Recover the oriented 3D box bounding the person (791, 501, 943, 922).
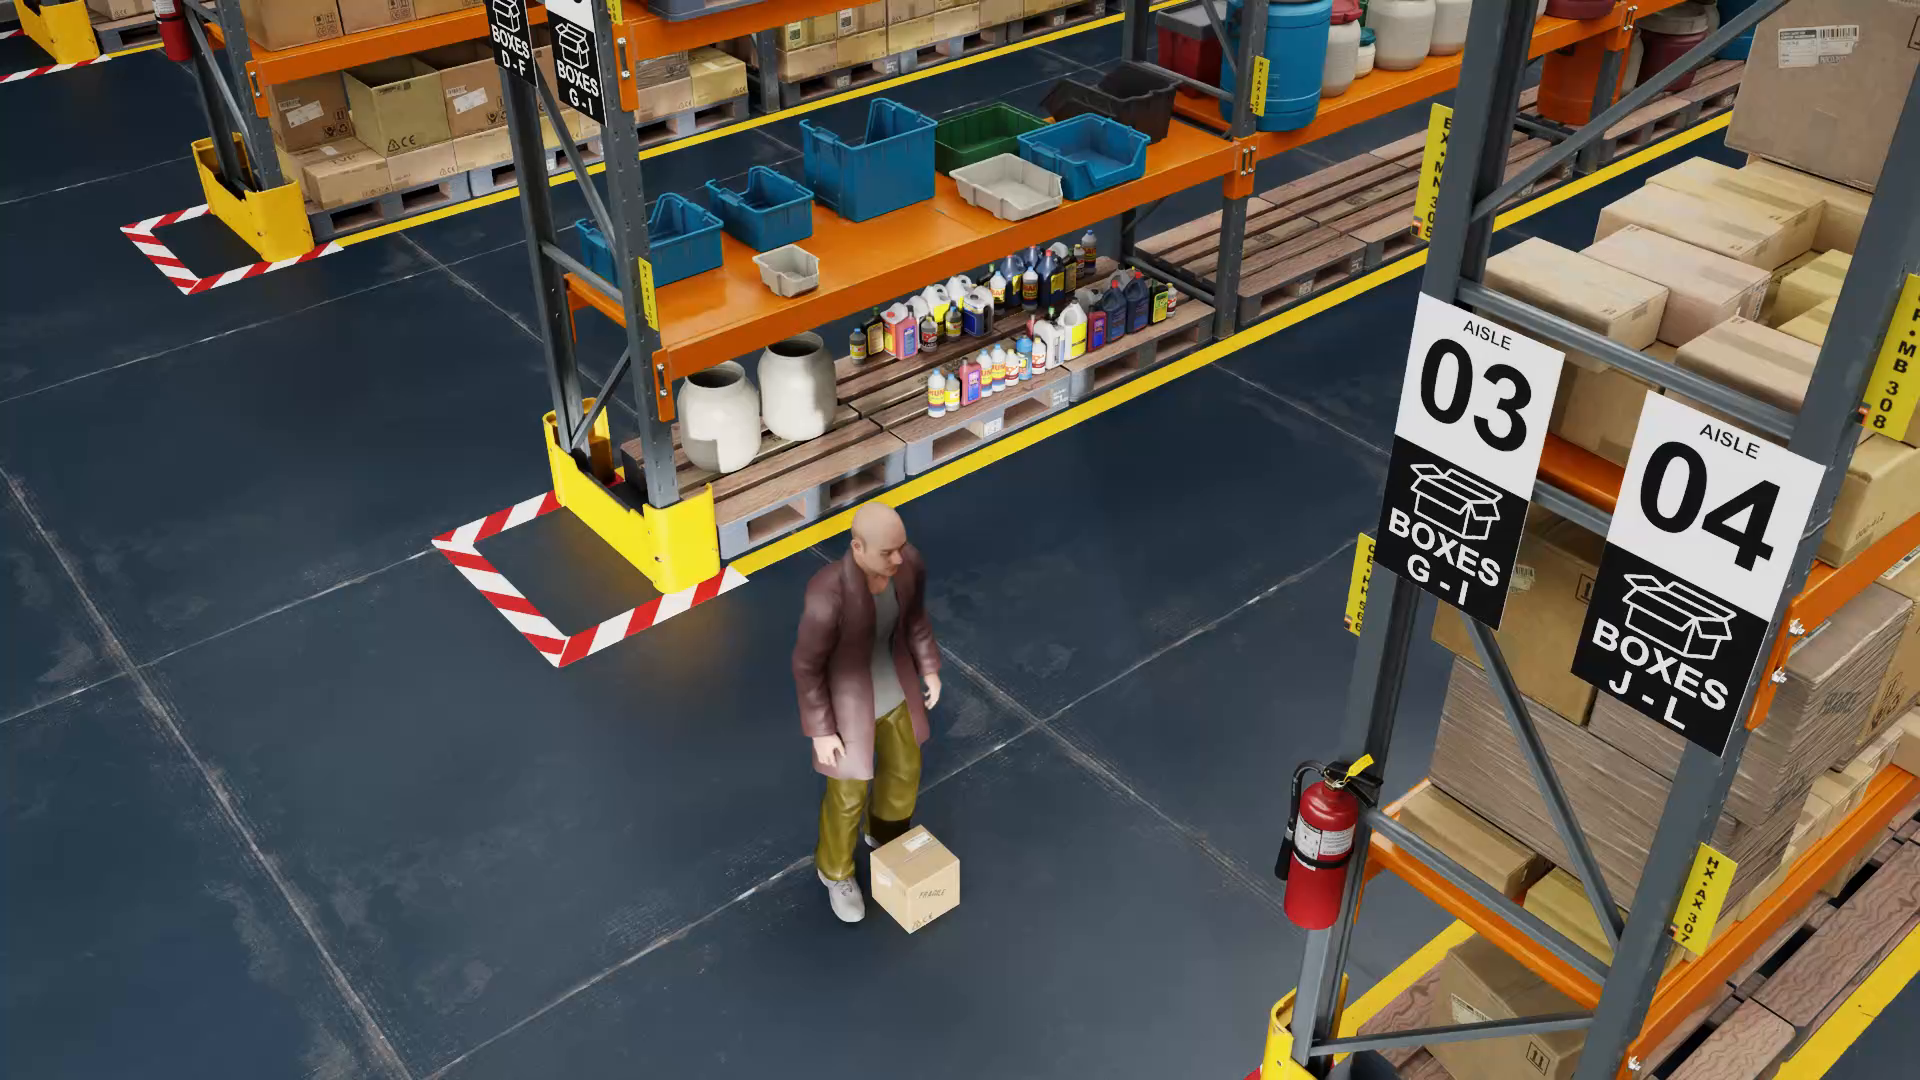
[{"bbox_3d":[-0.331,0.597,6.253,0.656,1.774,0.418,-28,44,-33],"label":"person"}]
